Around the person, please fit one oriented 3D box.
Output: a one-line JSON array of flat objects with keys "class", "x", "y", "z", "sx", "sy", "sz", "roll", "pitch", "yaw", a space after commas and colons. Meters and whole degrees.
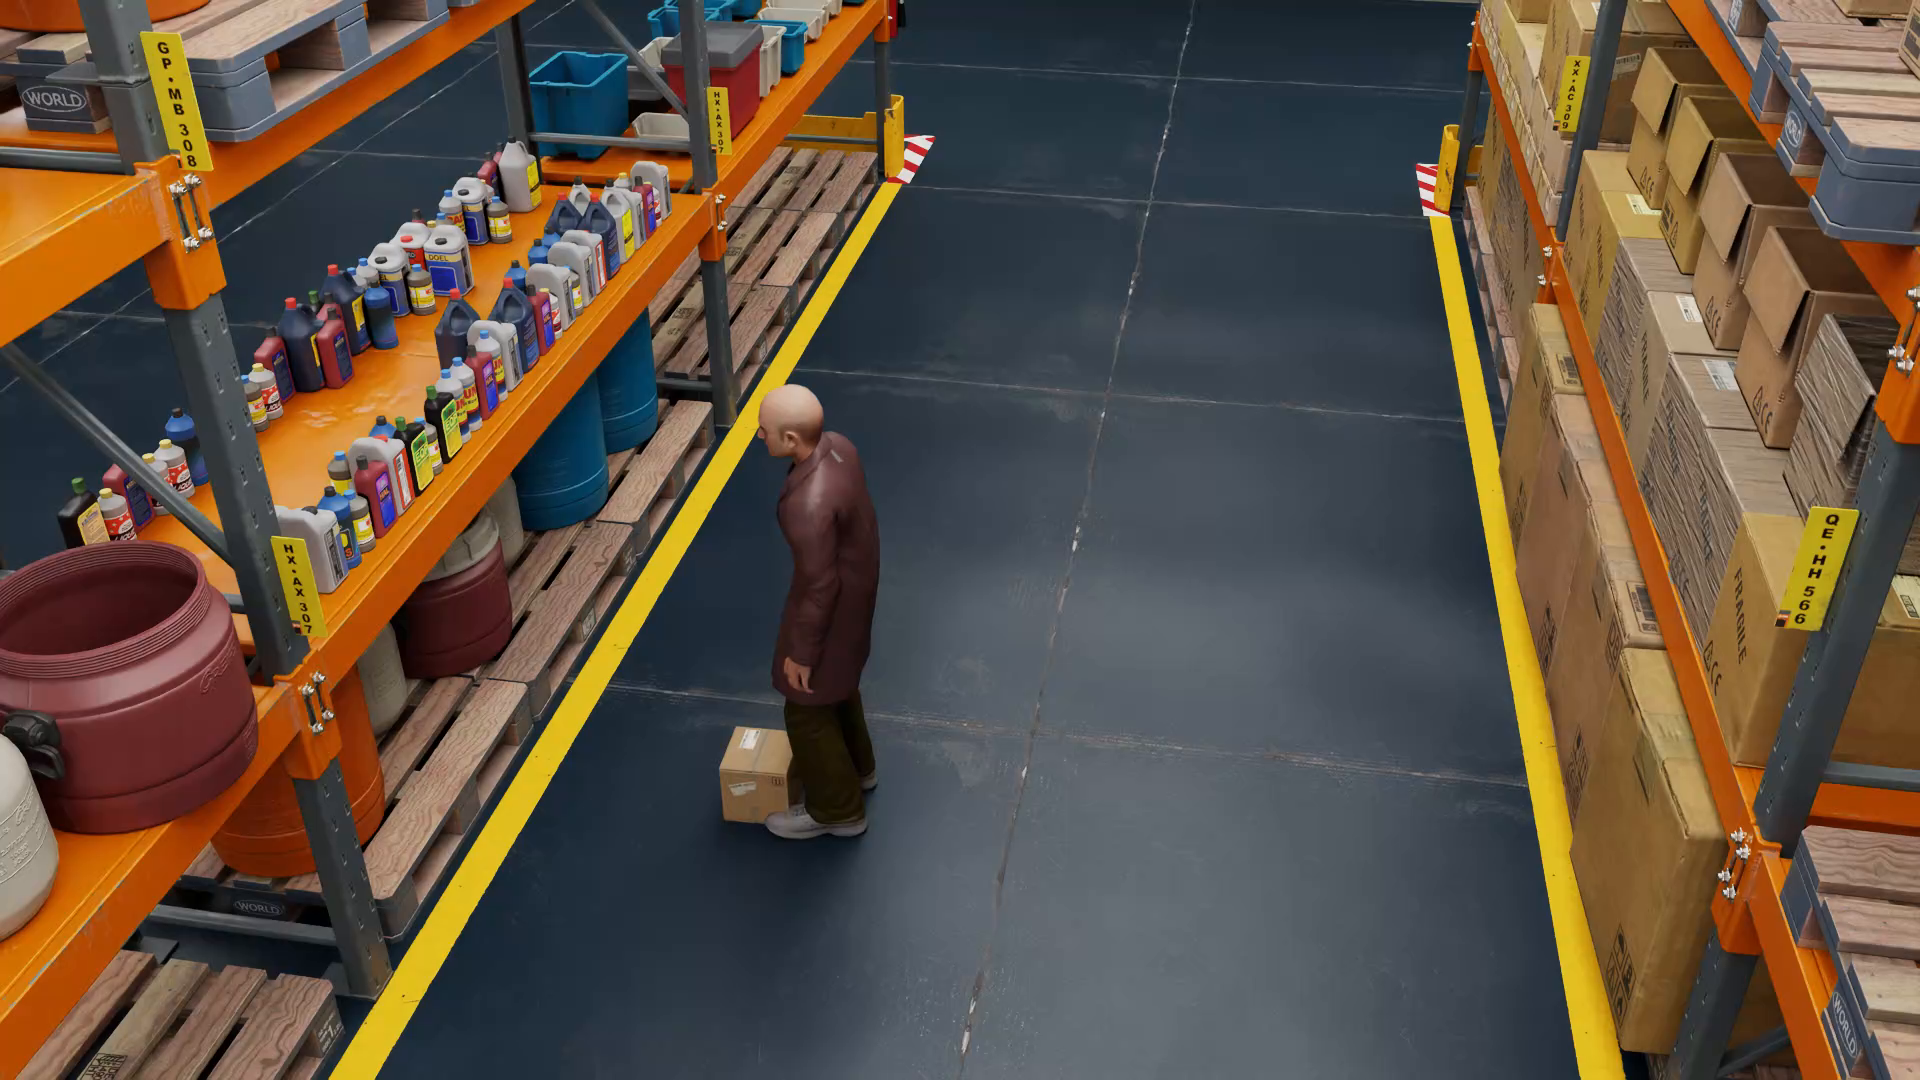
[{"class": "person", "x": -0.487, "y": 0.258, "z": 5.739, "sx": 0.429, "sy": 1.772, "sz": 0.647, "roll": 3, "pitch": 32, "yaw": 5}]
